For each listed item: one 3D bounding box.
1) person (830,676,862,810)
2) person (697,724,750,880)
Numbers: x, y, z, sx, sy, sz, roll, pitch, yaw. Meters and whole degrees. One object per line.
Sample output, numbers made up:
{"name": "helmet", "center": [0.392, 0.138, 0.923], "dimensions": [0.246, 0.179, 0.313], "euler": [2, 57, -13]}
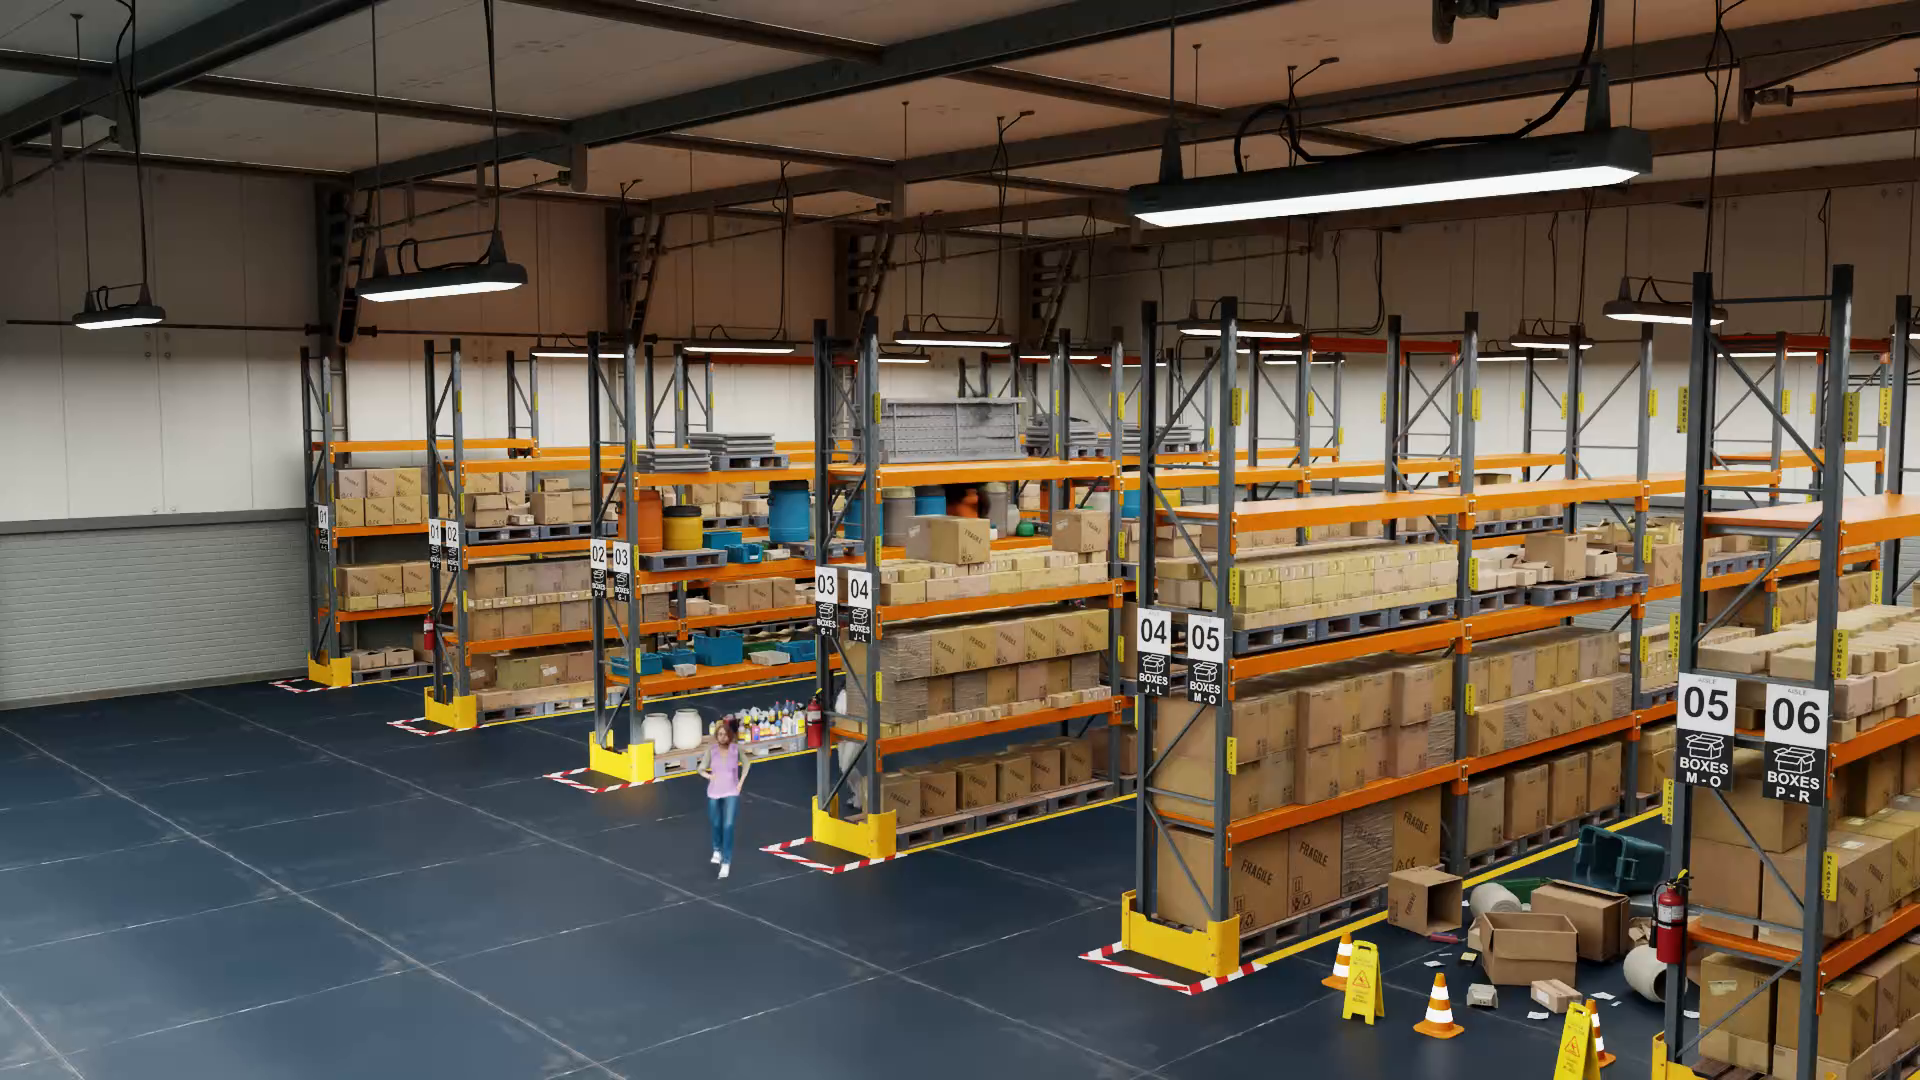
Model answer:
{"name": "person", "center": [-1.376, 2.475, 20.692], "dimensions": [0.645, 1.789, 0.651], "euler": [5, 7, 43]}
{"name": "person", "center": [-2.554, 2.795, 17.946], "dimensions": [0.539, 1.653, 0.643], "euler": [0, 5, 2]}
